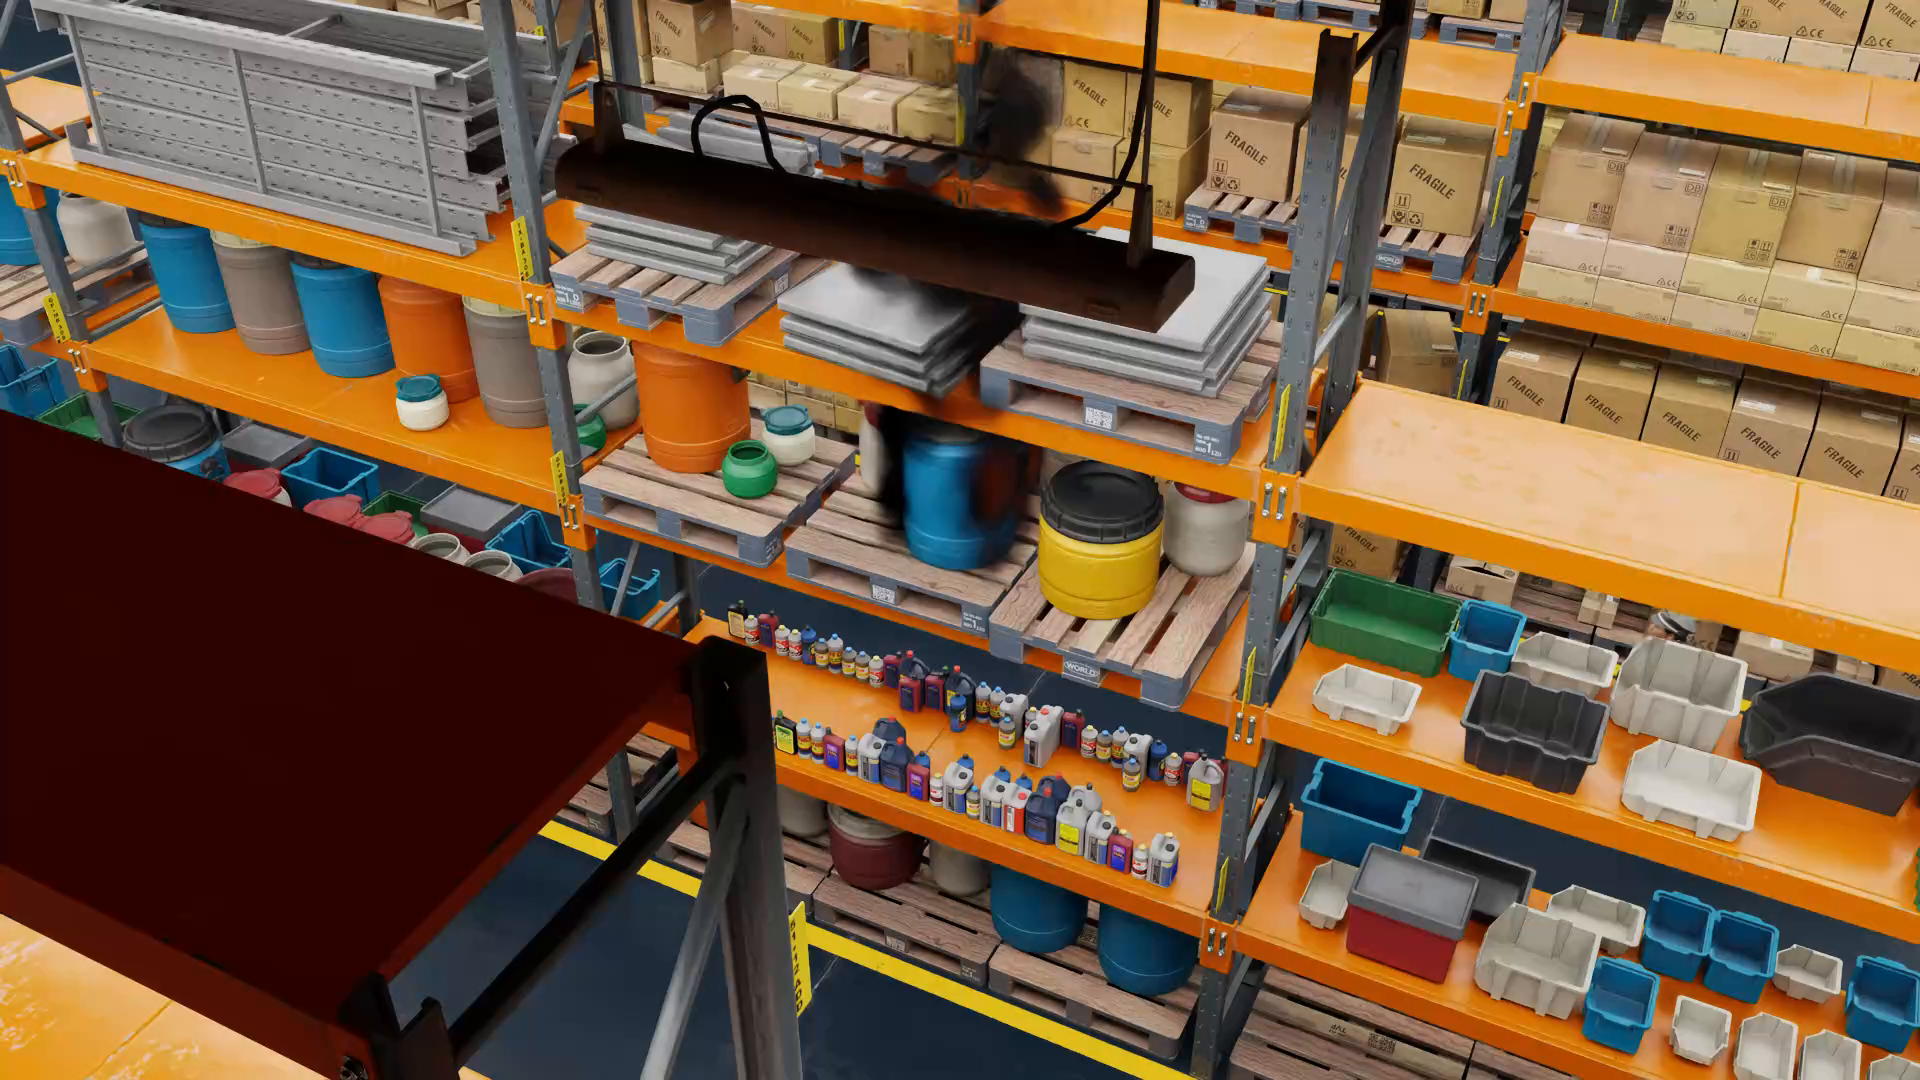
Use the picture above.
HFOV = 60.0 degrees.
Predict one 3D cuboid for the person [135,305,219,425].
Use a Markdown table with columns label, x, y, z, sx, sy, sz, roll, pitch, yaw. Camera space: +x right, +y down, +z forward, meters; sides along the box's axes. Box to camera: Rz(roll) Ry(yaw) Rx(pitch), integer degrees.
| label | x | y | z | sx | sy | sz | roll | pitch | yaw |
| --- | --- | --- | --- | --- | --- | --- | --- | --- | --- |
| person | -6.997 | -1.580 | 14.726 | 0.642 | 1.649 | 0.603 | 6 | 35 | 8 |

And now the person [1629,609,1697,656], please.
| label | x | y | z | sx | sy | sz | roll | pitch | yaw |
| --- | --- | --- | --- | --- | --- | --- | --- | --- | --- |
| person | 4.418 | 1.077 | 10.894 | 0.551 | 1.658 | 0.607 | 6 | 35 | 8 |
